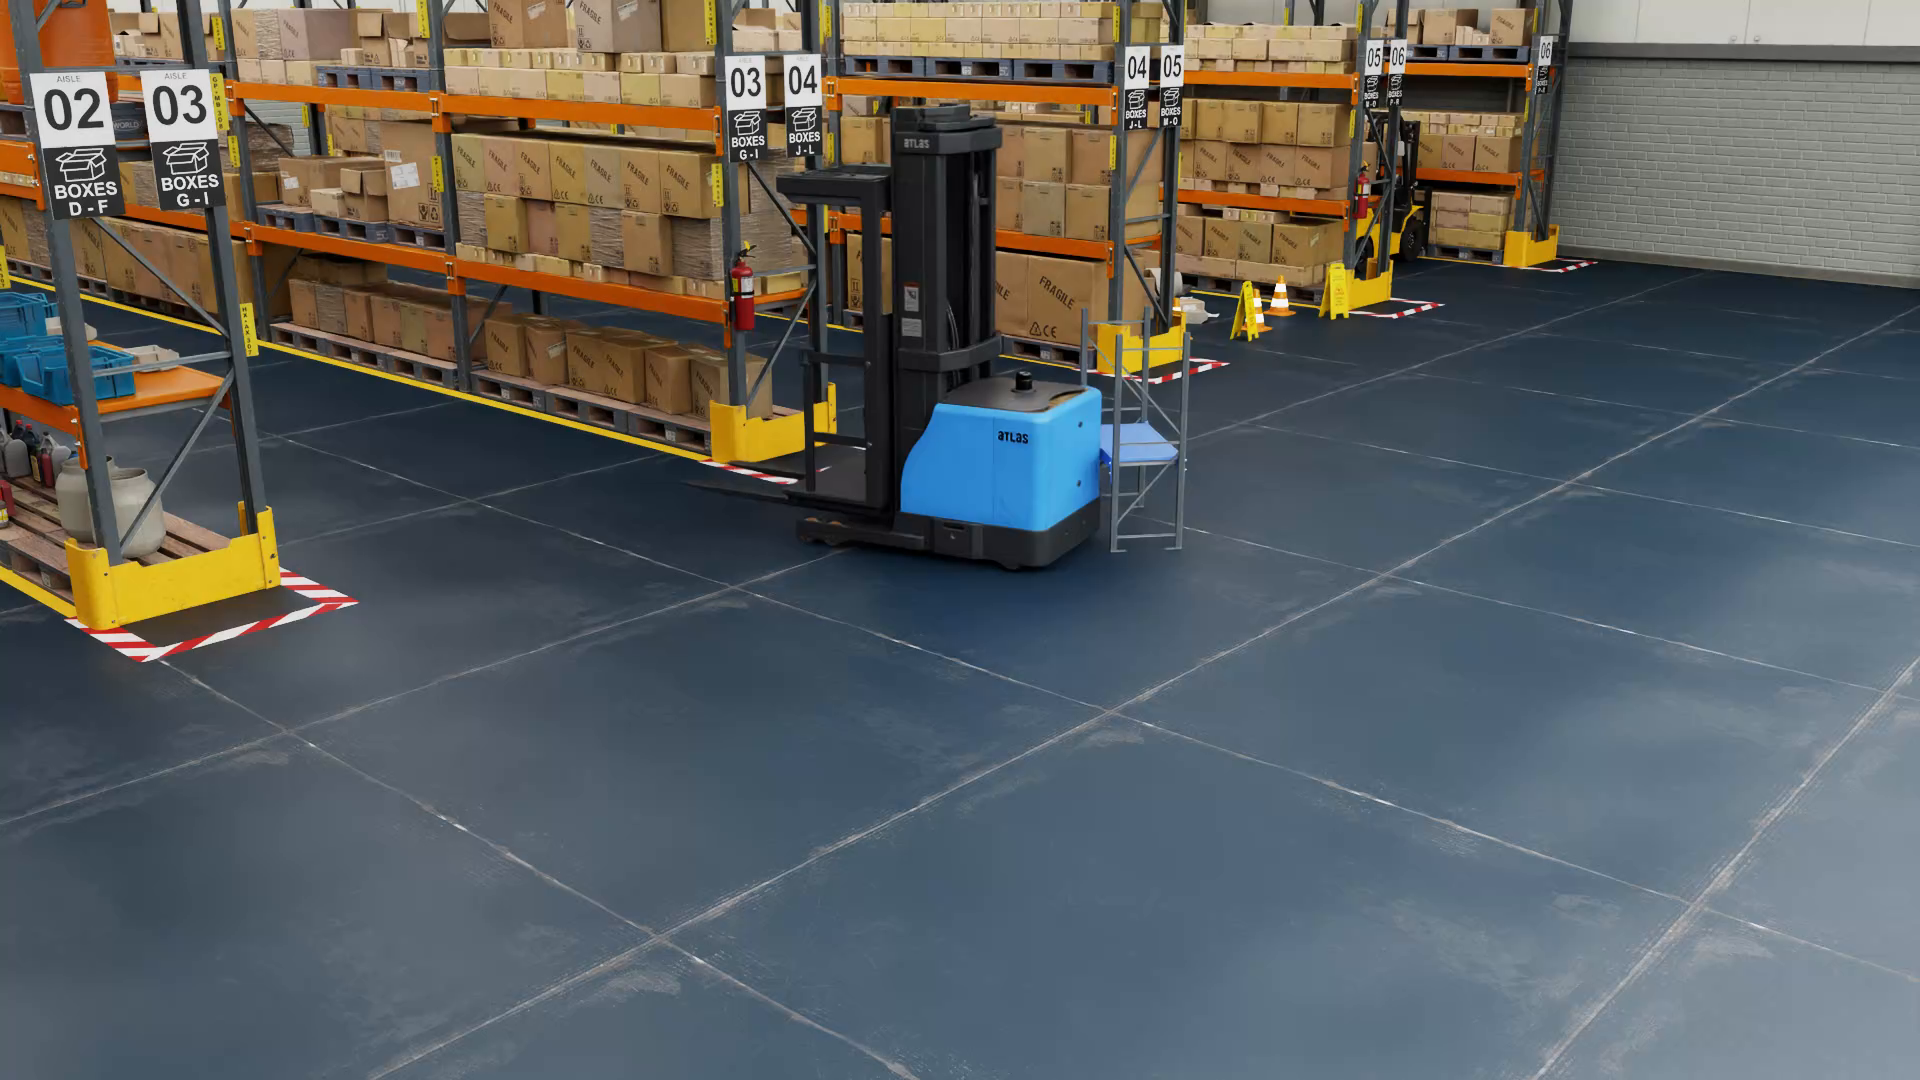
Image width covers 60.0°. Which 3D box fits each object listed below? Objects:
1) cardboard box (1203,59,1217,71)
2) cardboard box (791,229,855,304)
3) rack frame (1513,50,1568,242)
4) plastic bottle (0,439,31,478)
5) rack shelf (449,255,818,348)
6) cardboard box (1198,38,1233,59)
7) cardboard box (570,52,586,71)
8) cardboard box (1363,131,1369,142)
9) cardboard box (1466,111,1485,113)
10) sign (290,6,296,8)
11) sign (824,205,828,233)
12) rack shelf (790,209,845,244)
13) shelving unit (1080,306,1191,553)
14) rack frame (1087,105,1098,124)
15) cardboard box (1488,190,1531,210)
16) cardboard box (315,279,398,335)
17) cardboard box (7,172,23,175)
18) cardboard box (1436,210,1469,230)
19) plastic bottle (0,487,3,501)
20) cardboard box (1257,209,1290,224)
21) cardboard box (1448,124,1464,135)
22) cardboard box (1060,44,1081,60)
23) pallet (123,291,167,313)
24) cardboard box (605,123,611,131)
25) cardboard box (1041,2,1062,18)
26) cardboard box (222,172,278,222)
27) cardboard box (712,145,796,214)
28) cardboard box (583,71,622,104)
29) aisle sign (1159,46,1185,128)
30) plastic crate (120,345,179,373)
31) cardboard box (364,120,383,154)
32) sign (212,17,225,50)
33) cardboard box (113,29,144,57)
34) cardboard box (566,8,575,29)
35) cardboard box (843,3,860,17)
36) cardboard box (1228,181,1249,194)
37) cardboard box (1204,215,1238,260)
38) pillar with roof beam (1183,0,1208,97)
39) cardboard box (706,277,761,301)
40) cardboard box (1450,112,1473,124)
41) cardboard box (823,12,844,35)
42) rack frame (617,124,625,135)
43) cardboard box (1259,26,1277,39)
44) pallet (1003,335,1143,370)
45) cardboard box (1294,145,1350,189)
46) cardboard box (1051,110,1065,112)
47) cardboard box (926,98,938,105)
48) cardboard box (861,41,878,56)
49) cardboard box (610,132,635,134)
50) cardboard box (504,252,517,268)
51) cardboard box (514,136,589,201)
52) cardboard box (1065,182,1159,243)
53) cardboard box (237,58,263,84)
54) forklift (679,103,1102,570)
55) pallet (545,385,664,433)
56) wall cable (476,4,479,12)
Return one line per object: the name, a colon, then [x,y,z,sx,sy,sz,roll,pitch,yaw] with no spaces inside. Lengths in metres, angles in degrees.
cardboard box: [3.320,-6.091,21.303,0.250,0.149,0.380,15,23,40]
cardboard box: [-1.639,-3.302,20.081,0.750,0.750,1.050,15,23,39]
rack frame: [8.379,-5.530,24.079,0.127,3.000,1.000,15,23,39]
plastic bottle: [-7.034,-0.617,12.374,0.135,0.276,0.152,15,23,39]
rack shelf: [-2.987,-2.223,14.847,4.000,0.370,1.077,15,23,39]
cardboard box: [3.379,-6.254,21.156,0.500,0.250,0.500,15,23,40]
cardboard box: [-3.049,-4.026,13.970,0.250,0.149,0.380,14,22,37]
cardboard box: [6.325,-6.031,25.491,0.500,0.500,0.500,15,23,39]
cardboard box: [7.714,-6.308,24.799,0.250,0.149,0.380,15,23,40]
sign: [-10.451,-8.203,26.095,0.005,0.325,0.100,15,23,39]
sign: [-1.131,-2.700,13.729,0.005,0.325,0.100,15,23,39]
rack shelf: [-2.611,-4.128,20.850,4.000,0.370,1.077,15,23,39]
shelving unit: [1.195,-0.796,11.641,0.538,1.500,1.048,-3,18,-8]
rack frame: [2.095,-5.210,23.069,0.127,3.000,1.000,15,23,39]
cardboard box: [8.145,-5.036,24.719,0.500,0.250,0.500,15,23,38]
cardboard box: [-6.537,-2.551,18.095,0.500,0.500,0.700,13,22,35]
cardboard box: [-12.512,-5.085,22.433,0.500,0.250,0.500,14,22,37]
cardboard box: [7.439,-4.788,24.766,0.500,0.250,0.500,15,23,39]
plastic bottle: [-6.614,-0.282,11.316,0.135,0.276,0.152,15,23,40]
cardboard box: [3.995,-4.123,21.184,0.250,0.149,0.380,16,24,41]
cardboard box: [7.391,-6.056,24.499,0.250,0.149,0.380,15,23,39]
cardboard box: [1.215,-4.865,16.580,0.250,0.149,0.380,15,23,40]
pallet: [-9.839,-3.107,21.053,1.213,0.211,1.003,15,23,39]
cardboard box: [-5.947,-7.304,29.503,0.500,0.500,0.500,15,23,39]
cardboard box: [1.022,-5.297,16.623,0.250,0.149,0.380,16,23,40]
cardboard box: [-8.008,-3.861,18.655,0.500,0.500,0.500,16,24,41]
cardboard box: [-1.722,-3.003,13.804,0.500,0.500,0.500,15,23,39]
cardboard box: [-2.774,-3.766,13.810,0.500,0.250,0.500,16,23,40]
aisle sign: [2.129,-4.559,16.721,0.004,0.787,0.394,15,23,39]
plastic crate: [-5.235,-1.171,10.778,0.250,0.136,0.298,15,23,39]
cardboard box: [-8.778,-6.212,25.569,0.500,0.500,0.500,14,23,38]
sign: [-7.849,-5.361,17.600,0.005,0.325,0.100,15,23,39]
cardboard box: [-9.706,-5.921,19.803,0.500,0.311,0.500,14,22,37]
cardboard box: [-4.976,-6.837,21.807,0.258,0.266,0.396,15,23,39]
cardboard box: [-1.069,-5.857,18.388,0.250,0.149,0.380,15,23,40]
cardboard box: [3.662,-4.555,21.420,0.250,0.149,0.380,15,23,39]
cardboard box: [3.549,-3.962,21.750,0.500,0.500,0.500,14,23,38]
pillar with roof beam: [1.111,-8.964,24.982,0.400,9.000,9.100,15,23,39]
cardboard box: [-1.842,-2.055,13.544,0.250,0.149,0.380,15,23,39]
cardboard box: [7.415,-6.209,24.488,0.250,0.149,0.380,15,23,40]
cardboard box: [-1.764,-7.846,25.558,0.500,0.500,0.700,14,22,37]
rack frame: [-4.107,-4.873,22.007,0.127,3.000,1.000,15,23,39]
cardboard box: [3.933,-6.319,20.701,0.250,0.149,0.380,15,23,39]
pallet: [1.227,-2.080,17.817,1.213,0.211,1.003,15,23,39]
cardboard box: [4.498,-4.643,20.625,0.500,0.500,0.500,15,23,38]
cardboard box: [1.199,-5.961,24.085,0.500,0.500,0.500,15,23,39]
cardboard box: [-0.383,-8.040,31.127,0.500,0.500,0.700,16,23,41]
cardboard box: [-0.874,-5.426,18.346,0.250,0.149,0.380,15,23,39]
cardboard box: [-4.527,-5.427,22.490,0.250,0.149,0.380,14,23,38]
cardboard box: [-3.945,-2.592,15.234,0.250,0.149,0.380,15,23,39]
cardboard box: [-3.567,-3.285,14.695,0.500,0.500,0.500,15,23,39]
cardboard box: [1.569,-3.402,17.125,0.550,0.550,0.875,15,23,39]
cardboard box: [-7.292,-4.977,17.625,0.500,0.250,0.500,16,23,40]
forklift: [-0.568,-1.493,11.469,3.031,2.935,1.130,9,20,26]
pallet: [-3.041,-1.267,15.254,1.213,0.211,1.003,15,23,39]
wall cable: [-10.821,-11.727,33.686,0.029,3.000,2.355,15,23,39]
